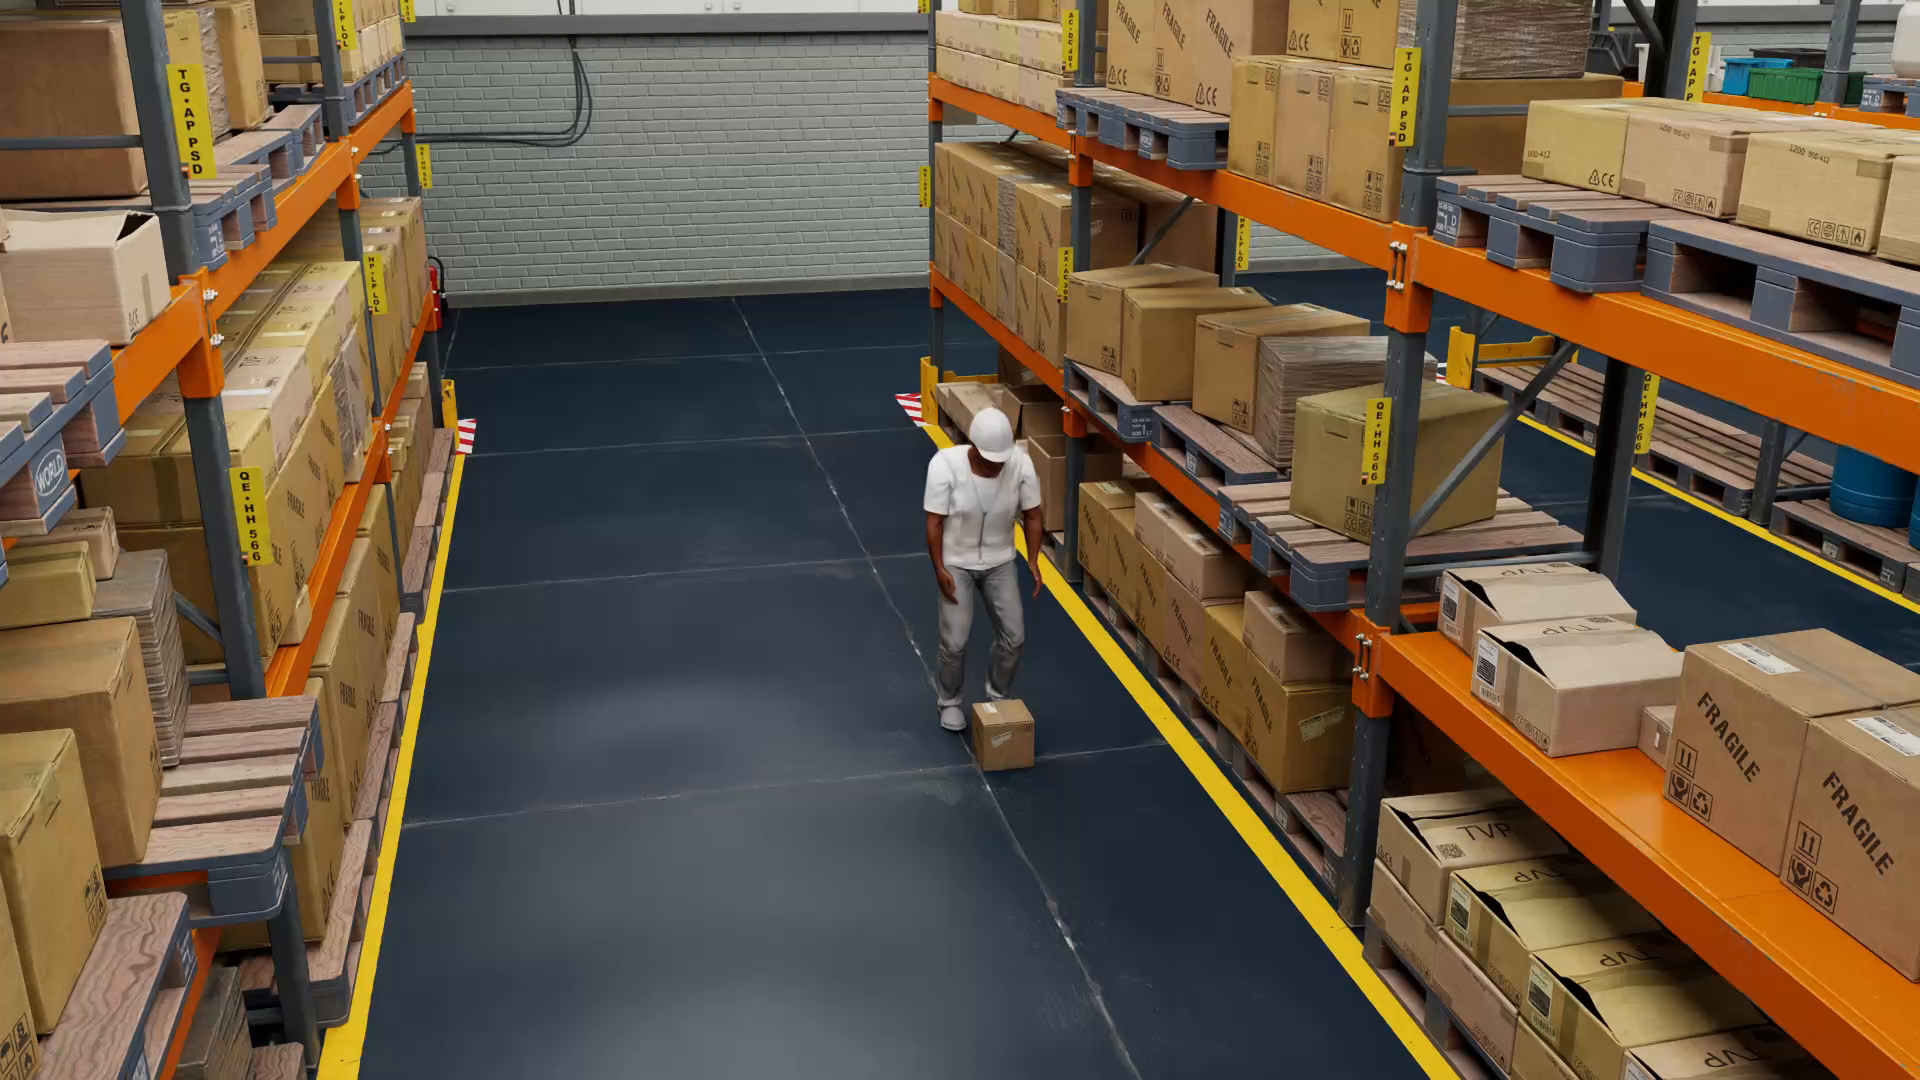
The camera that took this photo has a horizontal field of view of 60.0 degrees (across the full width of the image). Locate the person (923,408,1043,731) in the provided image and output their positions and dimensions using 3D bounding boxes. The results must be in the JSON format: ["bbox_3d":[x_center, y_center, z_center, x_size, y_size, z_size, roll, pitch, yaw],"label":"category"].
[{"bbox_3d":[0.120,0.129,8.297,0.602,1.682,0.511,-4,20,-12],"label":"person"}]
